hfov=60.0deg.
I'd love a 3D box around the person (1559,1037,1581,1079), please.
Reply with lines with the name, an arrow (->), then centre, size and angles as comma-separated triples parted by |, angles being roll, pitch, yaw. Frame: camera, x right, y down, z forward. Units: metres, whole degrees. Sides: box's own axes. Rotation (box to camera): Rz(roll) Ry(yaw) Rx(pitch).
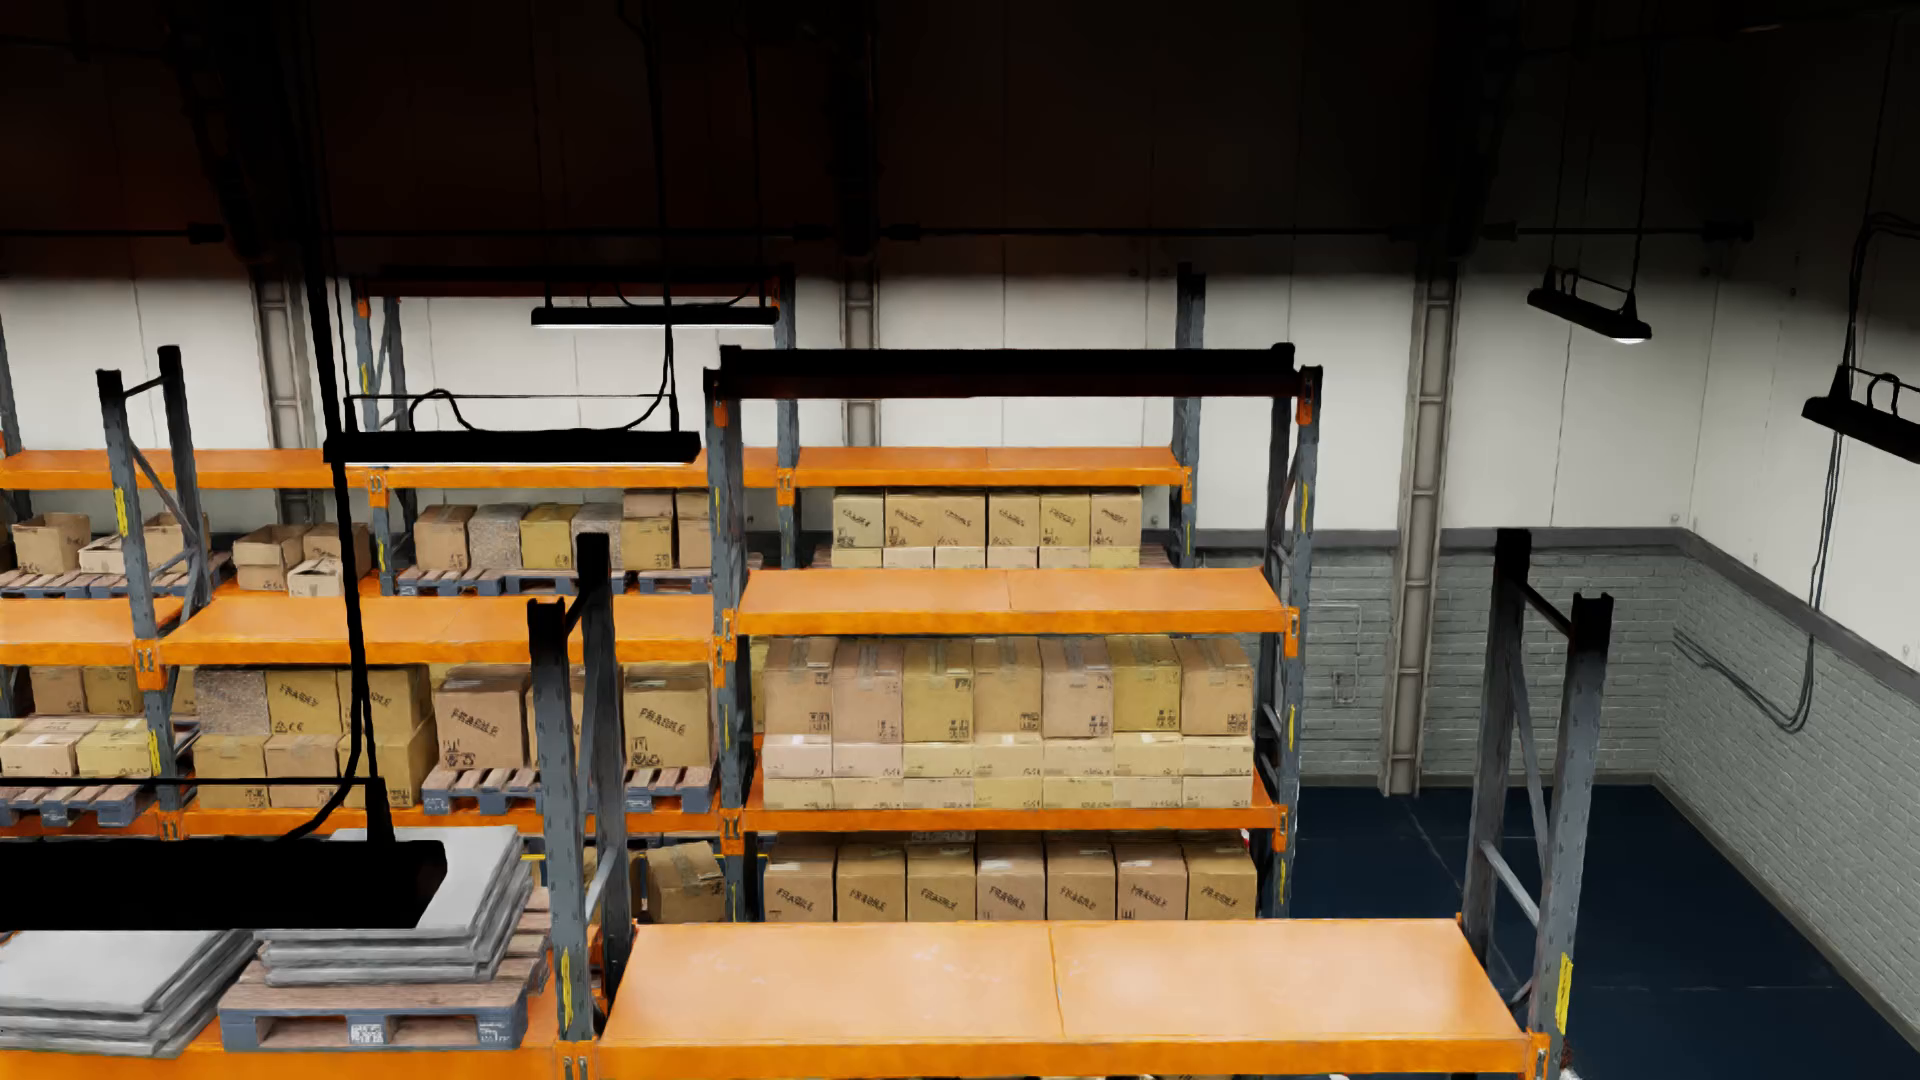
person -> 4.231, 4.136, 11.614 | 0.519, 1.541, 0.566 | -1, 16, -4
